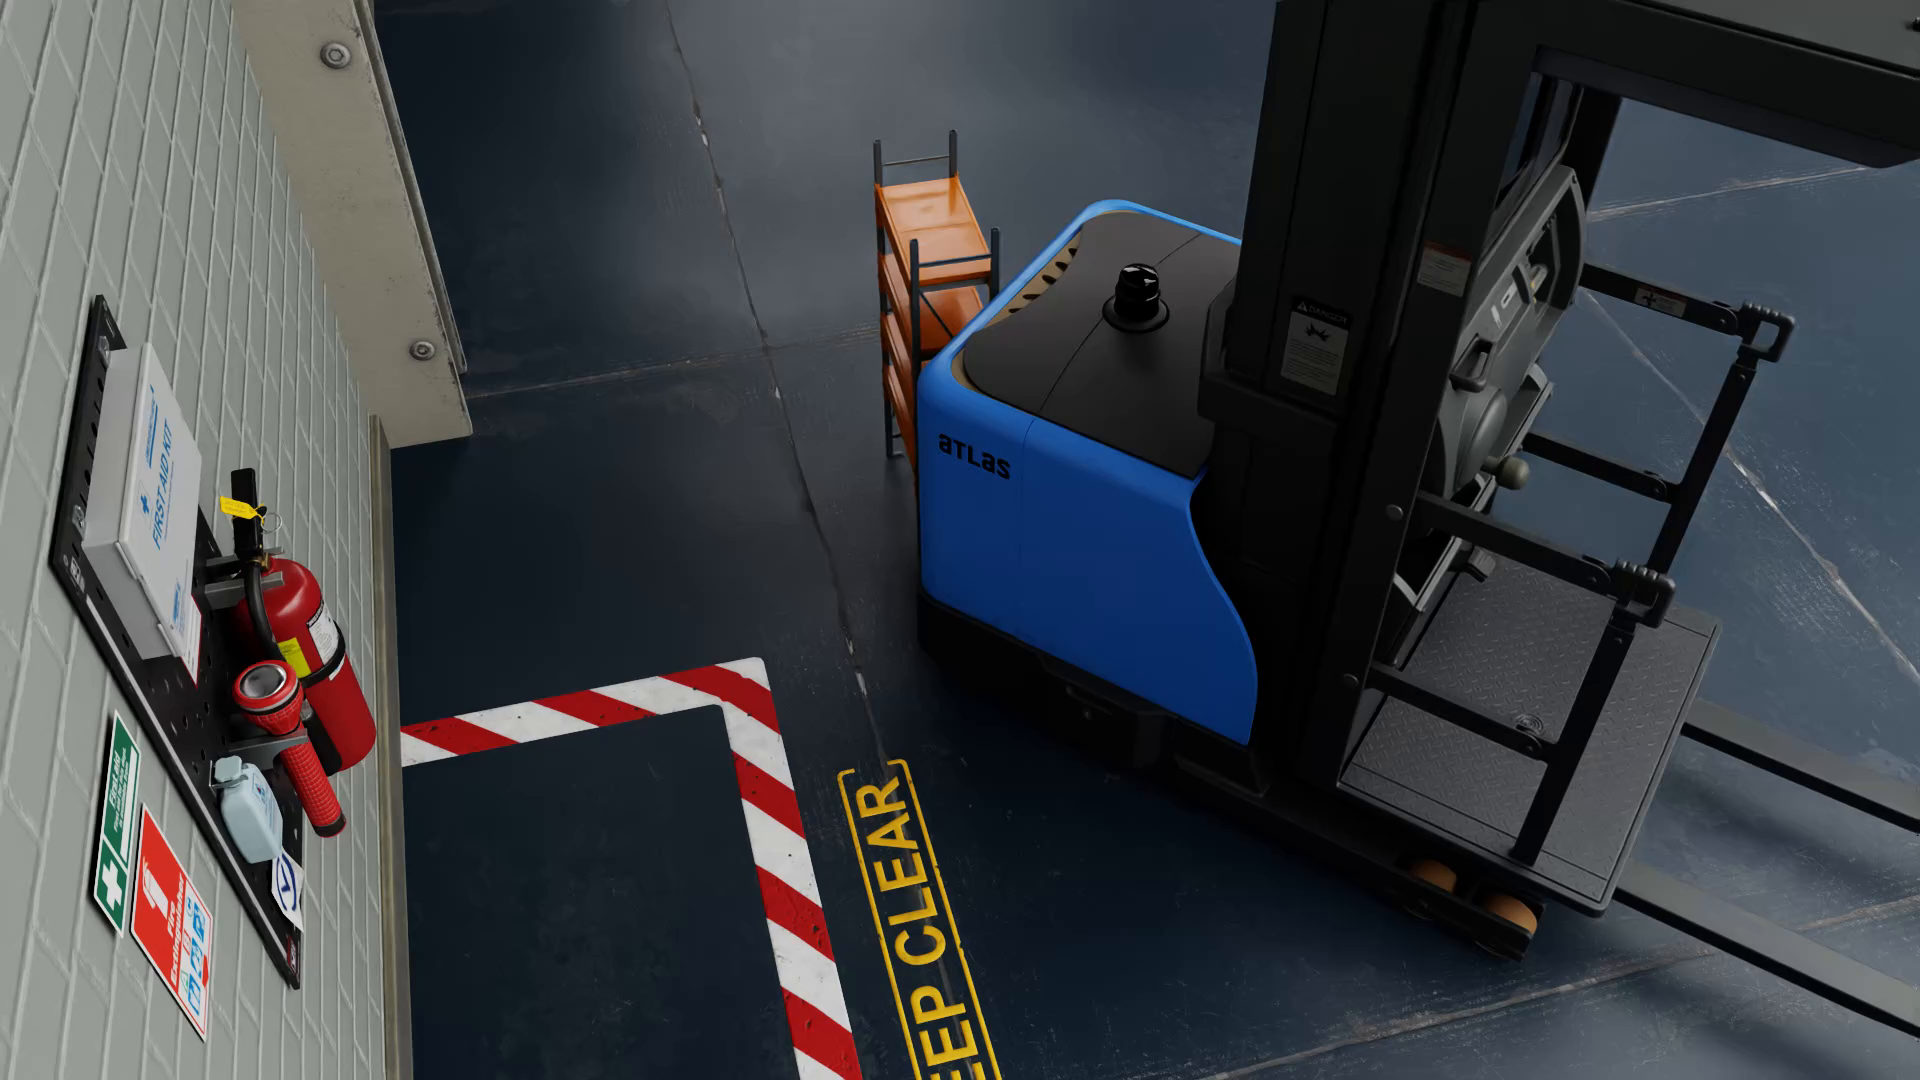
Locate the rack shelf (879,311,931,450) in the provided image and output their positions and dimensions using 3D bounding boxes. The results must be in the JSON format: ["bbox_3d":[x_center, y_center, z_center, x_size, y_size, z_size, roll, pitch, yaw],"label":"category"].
[{"bbox_3d":[-0.070,-0.502,4.996,0.258,0.148,0.480,-10,46,-9],"label":"rack shelf"}]

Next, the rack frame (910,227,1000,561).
[{"bbox_3d":[-0.013,-0.380,4.782,0.240,1.200,0.015,-10,46,-9],"label":"rack frame"}]

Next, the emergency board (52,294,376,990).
[{"bbox_3d":[-1.245,0.200,2.953,0.194,1.169,0.643,-11,47,-10],"label":"emergency board"}]

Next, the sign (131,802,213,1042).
[{"bbox_3d":[-1.203,0.588,2.548,0.001,0.329,0.234,-11,47,-10],"label":"sign"}]

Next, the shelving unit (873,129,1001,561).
[{"bbox_3d":[-0.070,-0.549,4.948,0.258,1.200,0.503,-10,46,-9],"label":"shelving unit"}]

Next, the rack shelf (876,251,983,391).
[{"bbox_3d":[-0.070,-0.659,4.836,0.258,0.148,0.480,-10,46,-9],"label":"rack shelf"}]

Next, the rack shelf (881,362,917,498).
[{"bbox_3d":[-0.070,-0.363,5.138,0.258,0.148,0.480,-10,46,-9],"label":"rack shelf"}]

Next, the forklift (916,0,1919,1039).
[{"bbox_3d":[1.395,-0.410,3.600,3.031,2.935,1.130,24,50,22],"label":"forklift"}]

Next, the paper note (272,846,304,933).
[{"bbox_3d":[-1.266,0.643,3.136,0.016,0.148,0.142,-11,47,-10],"label":"paper note"}]

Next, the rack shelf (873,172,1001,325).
[{"bbox_3d":[-0.070,-0.824,4.667,0.258,0.148,0.480,-10,46,-9],"label":"rack shelf"}]

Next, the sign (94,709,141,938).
[{"bbox_3d":[-1.195,0.398,2.364,0.001,0.109,0.331,-11,47,-10],"label":"sign"}]

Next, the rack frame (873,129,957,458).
[{"bbox_3d":[-0.126,-0.719,5.114,0.240,1.200,0.015,-10,46,-9],"label":"rack frame"}]

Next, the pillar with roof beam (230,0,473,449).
[{"bbox_3d":[2.321,-4.400,3.261,9.100,9.000,0.400,-11,47,-10],"label":"pillar with roof beam"}]
